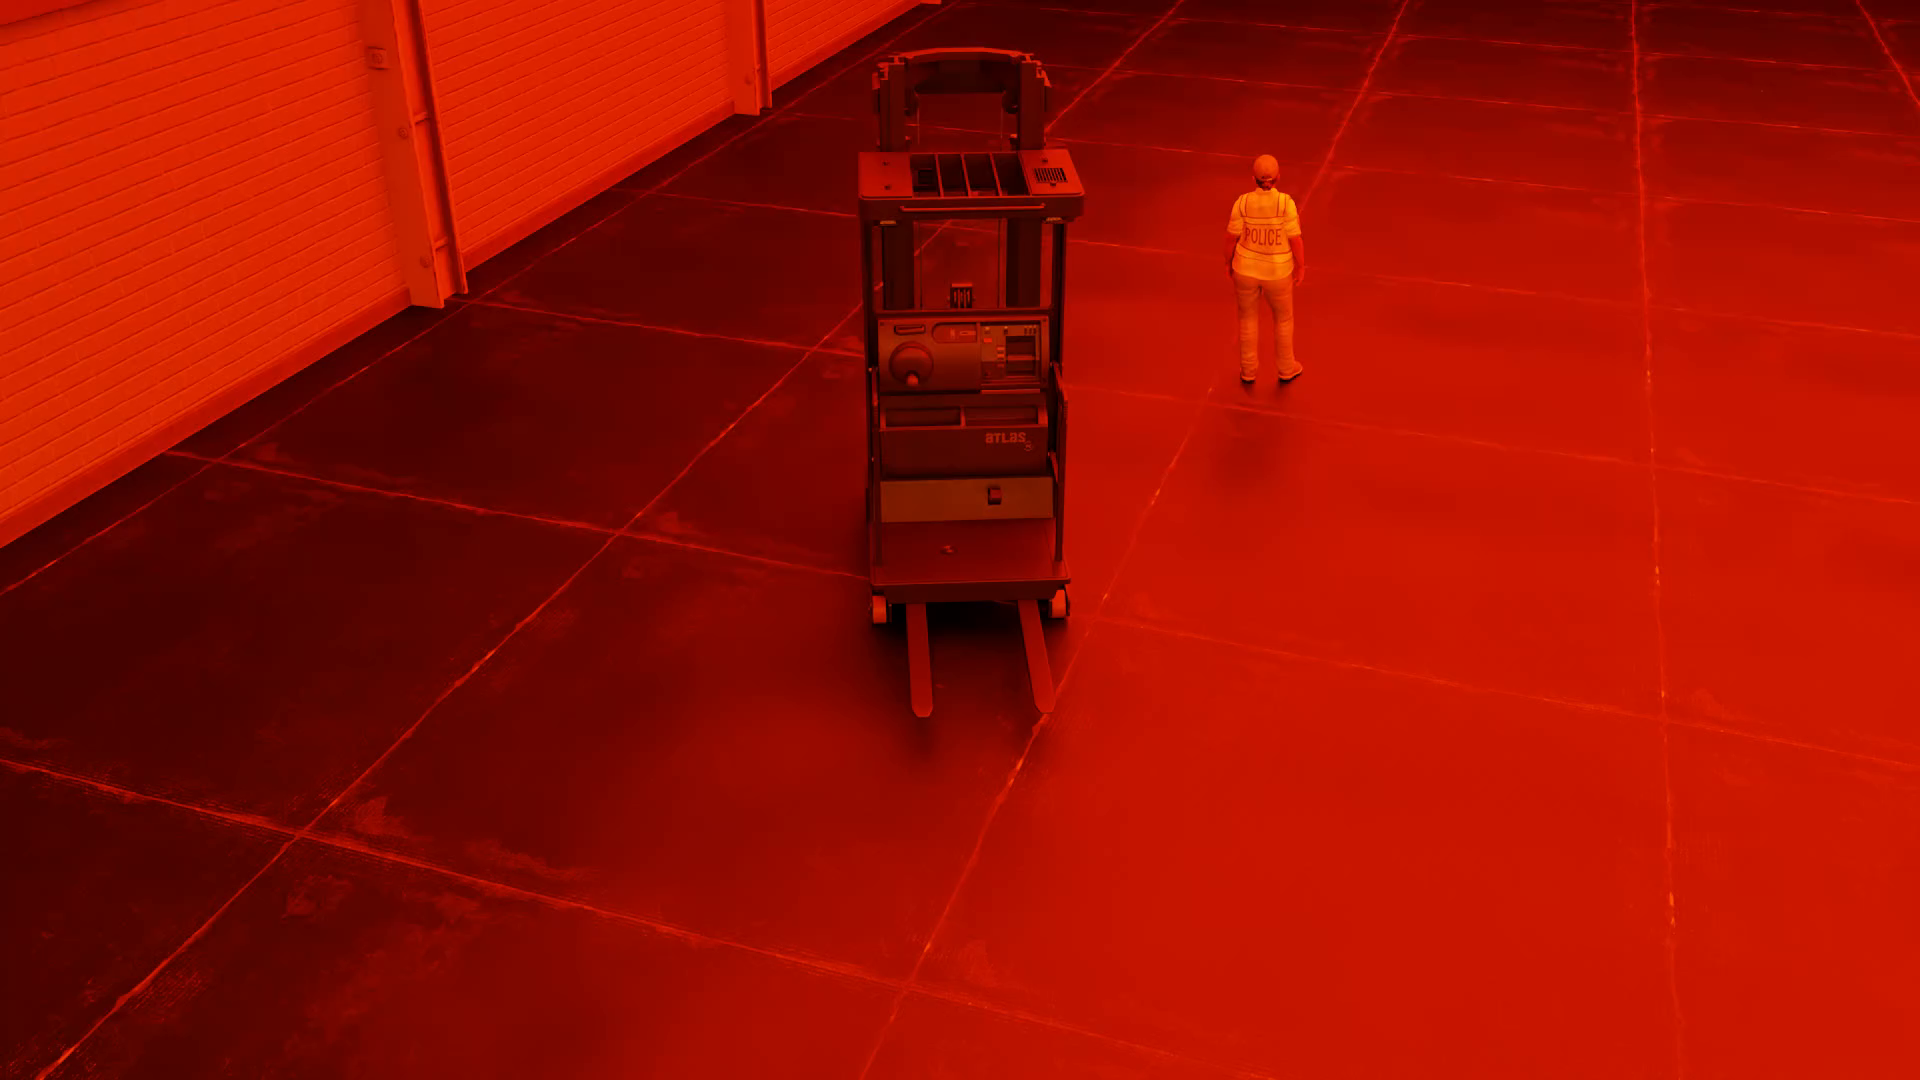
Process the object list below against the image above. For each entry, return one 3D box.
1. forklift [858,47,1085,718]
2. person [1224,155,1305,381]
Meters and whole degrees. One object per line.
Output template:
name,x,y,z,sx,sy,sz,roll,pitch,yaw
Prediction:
forklift,0.035,-0.972,8.842,1.130,2.935,3.031,-2,30,-3
person,2.178,-1.928,11.779,0.598,1.670,0.529,10,31,16
